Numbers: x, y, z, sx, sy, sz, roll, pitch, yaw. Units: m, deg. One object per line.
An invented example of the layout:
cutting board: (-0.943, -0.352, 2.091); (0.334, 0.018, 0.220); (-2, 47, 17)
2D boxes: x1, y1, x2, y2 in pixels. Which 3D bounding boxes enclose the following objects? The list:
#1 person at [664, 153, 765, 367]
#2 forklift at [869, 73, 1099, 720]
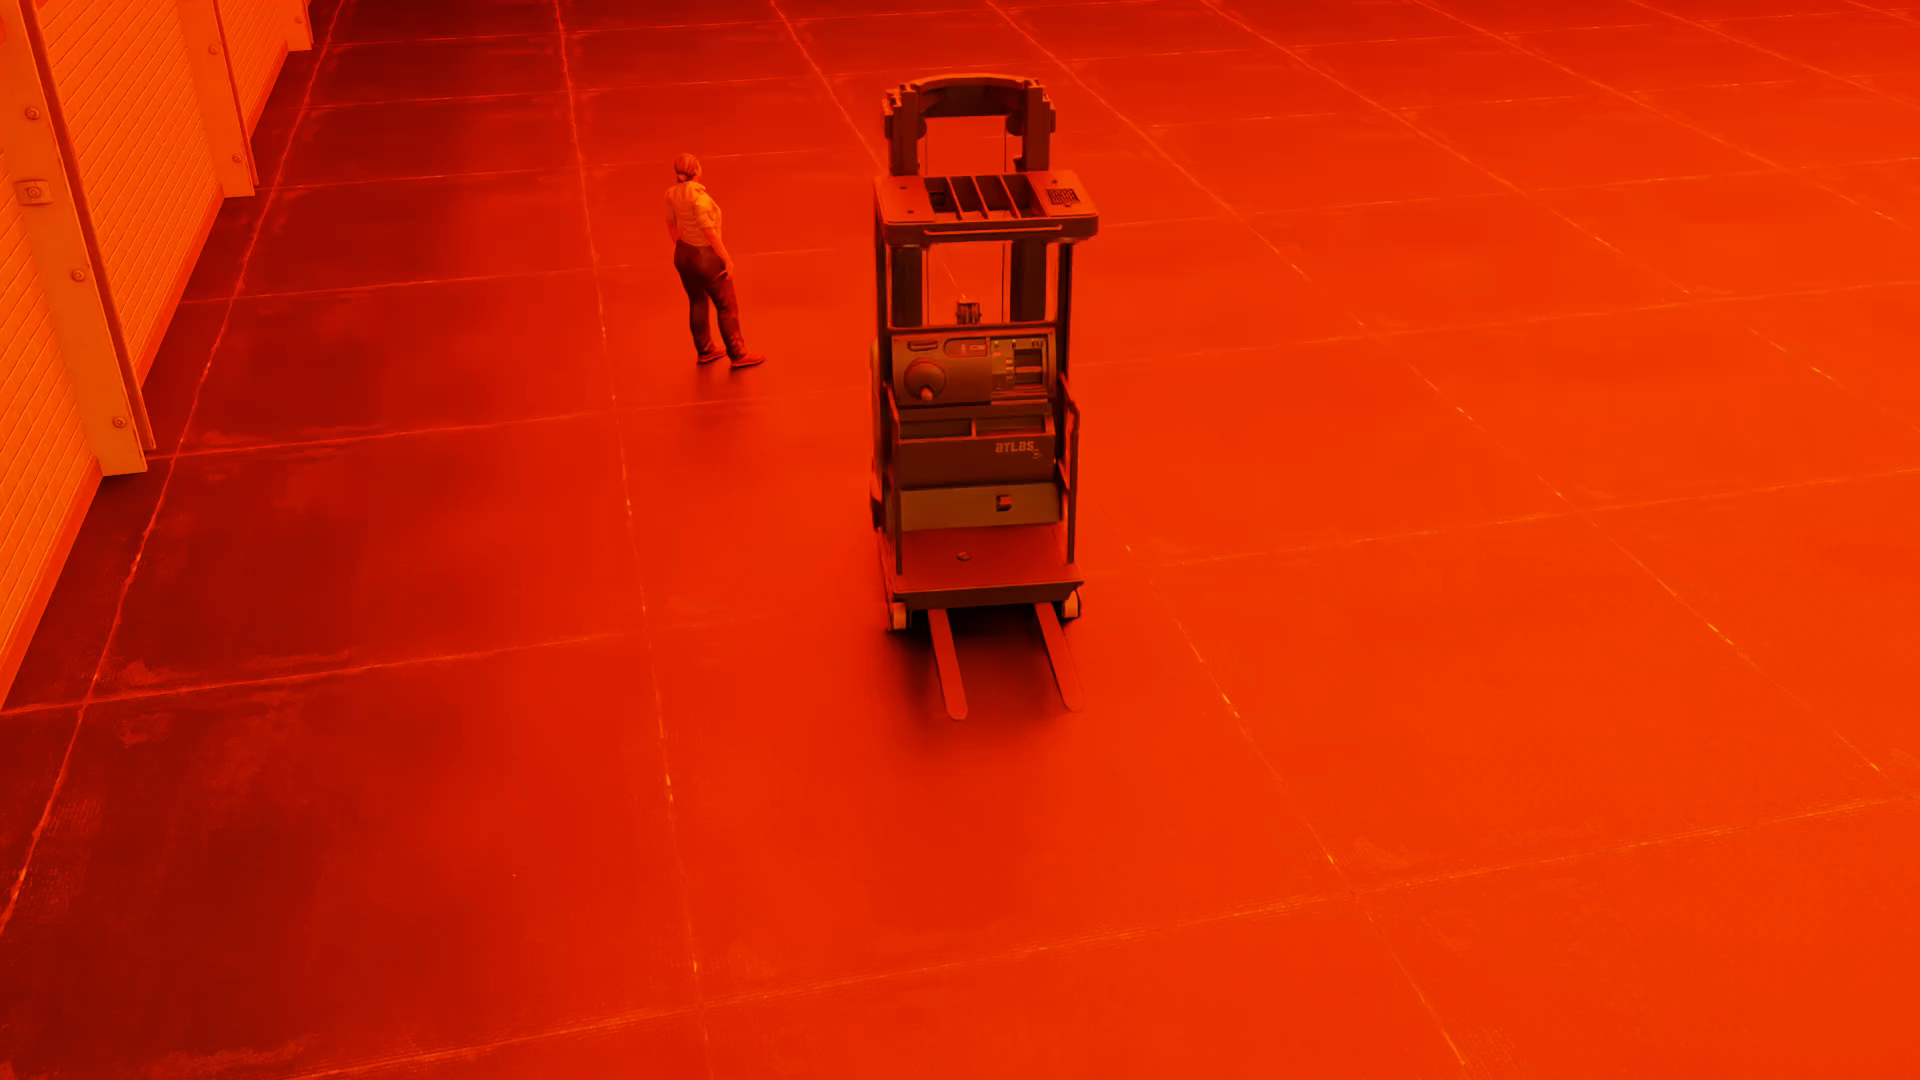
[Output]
person: (-1.871, -2.112, 12.505); (0.598, 1.639, 0.491); (23, 37, 34)
forklift: (0.109, -0.933, 9.187); (1.130, 2.935, 3.031); (-4, 30, -6)
